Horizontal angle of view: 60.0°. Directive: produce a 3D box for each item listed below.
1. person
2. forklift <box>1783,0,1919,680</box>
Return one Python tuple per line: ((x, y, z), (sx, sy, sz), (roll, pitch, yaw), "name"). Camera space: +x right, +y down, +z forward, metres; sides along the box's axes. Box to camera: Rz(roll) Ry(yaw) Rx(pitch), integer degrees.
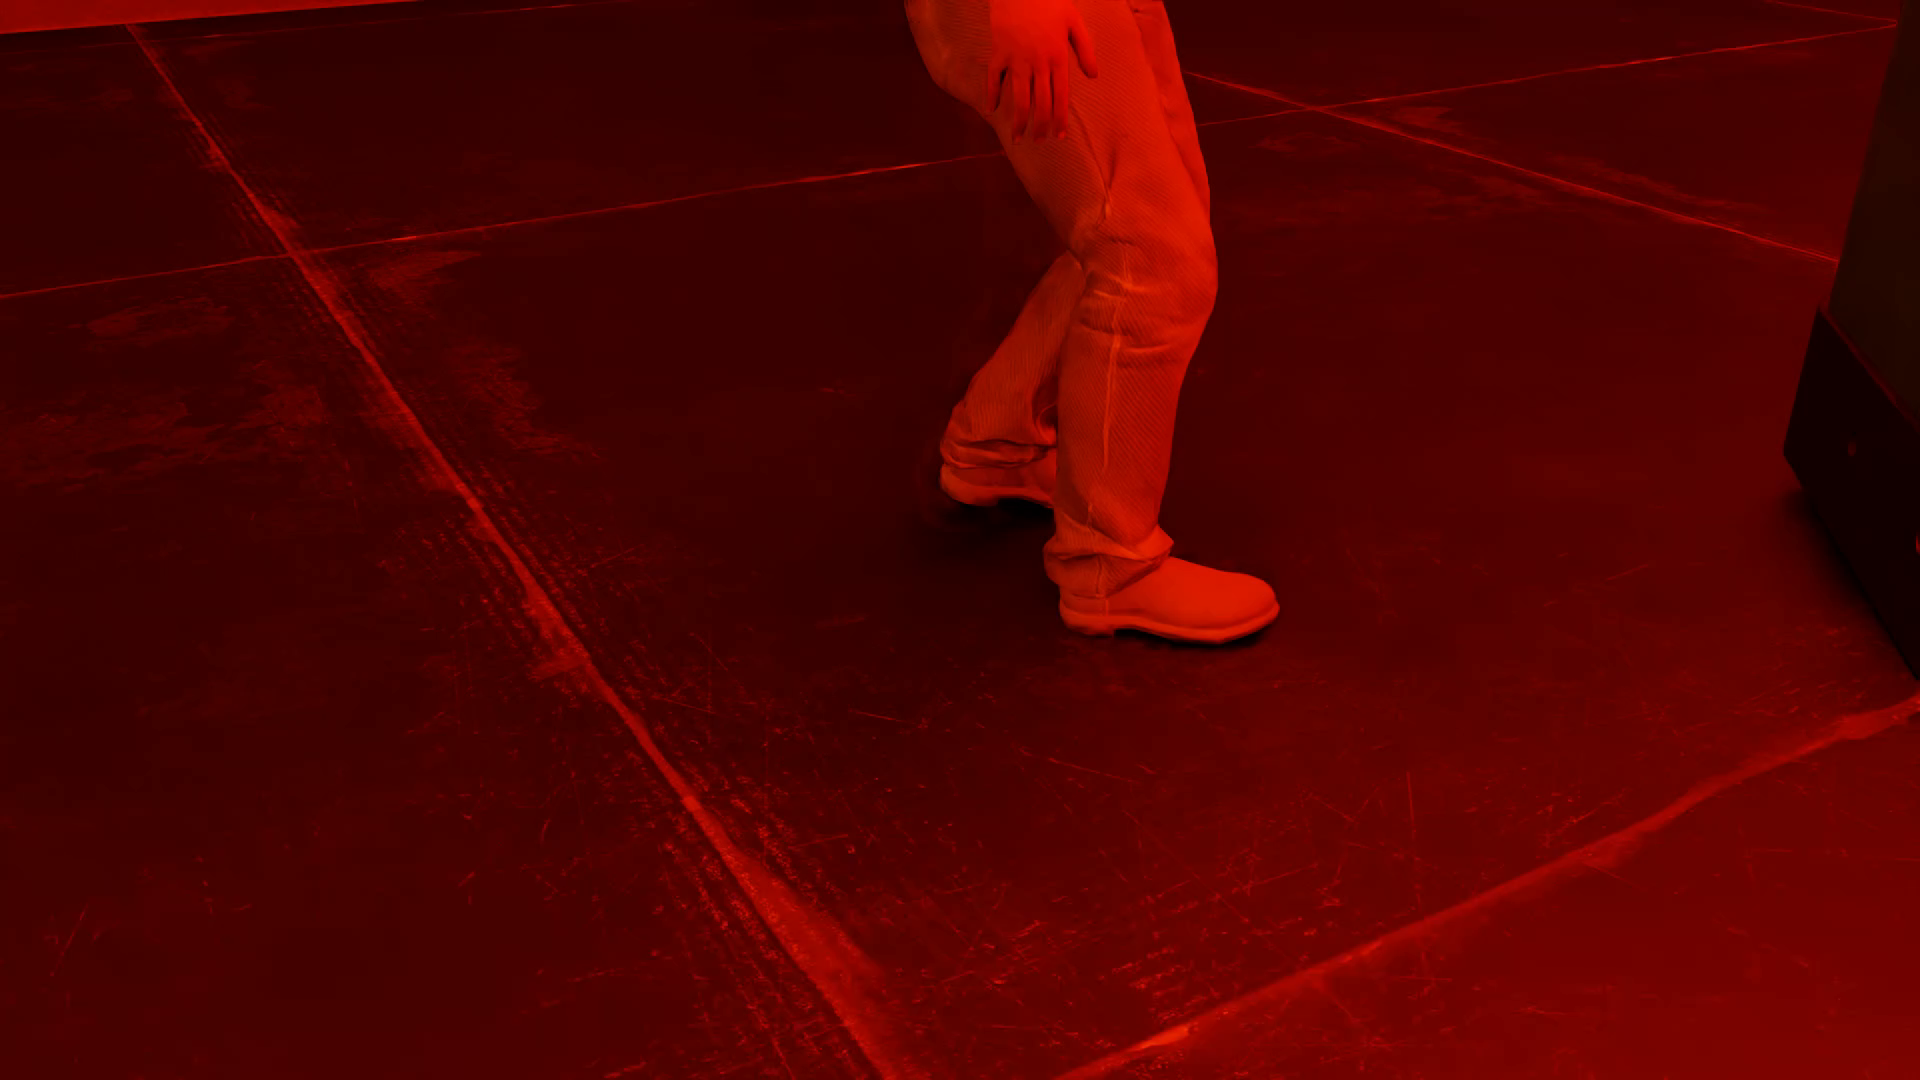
((0.164, -0.735, 2.057), (0.634, 1.718, 0.717), (8, 28, 15), "person")
((2.693, -1.055, 1.340), (3.031, 2.935, 1.130), (5, 27, 10), "forklift")
